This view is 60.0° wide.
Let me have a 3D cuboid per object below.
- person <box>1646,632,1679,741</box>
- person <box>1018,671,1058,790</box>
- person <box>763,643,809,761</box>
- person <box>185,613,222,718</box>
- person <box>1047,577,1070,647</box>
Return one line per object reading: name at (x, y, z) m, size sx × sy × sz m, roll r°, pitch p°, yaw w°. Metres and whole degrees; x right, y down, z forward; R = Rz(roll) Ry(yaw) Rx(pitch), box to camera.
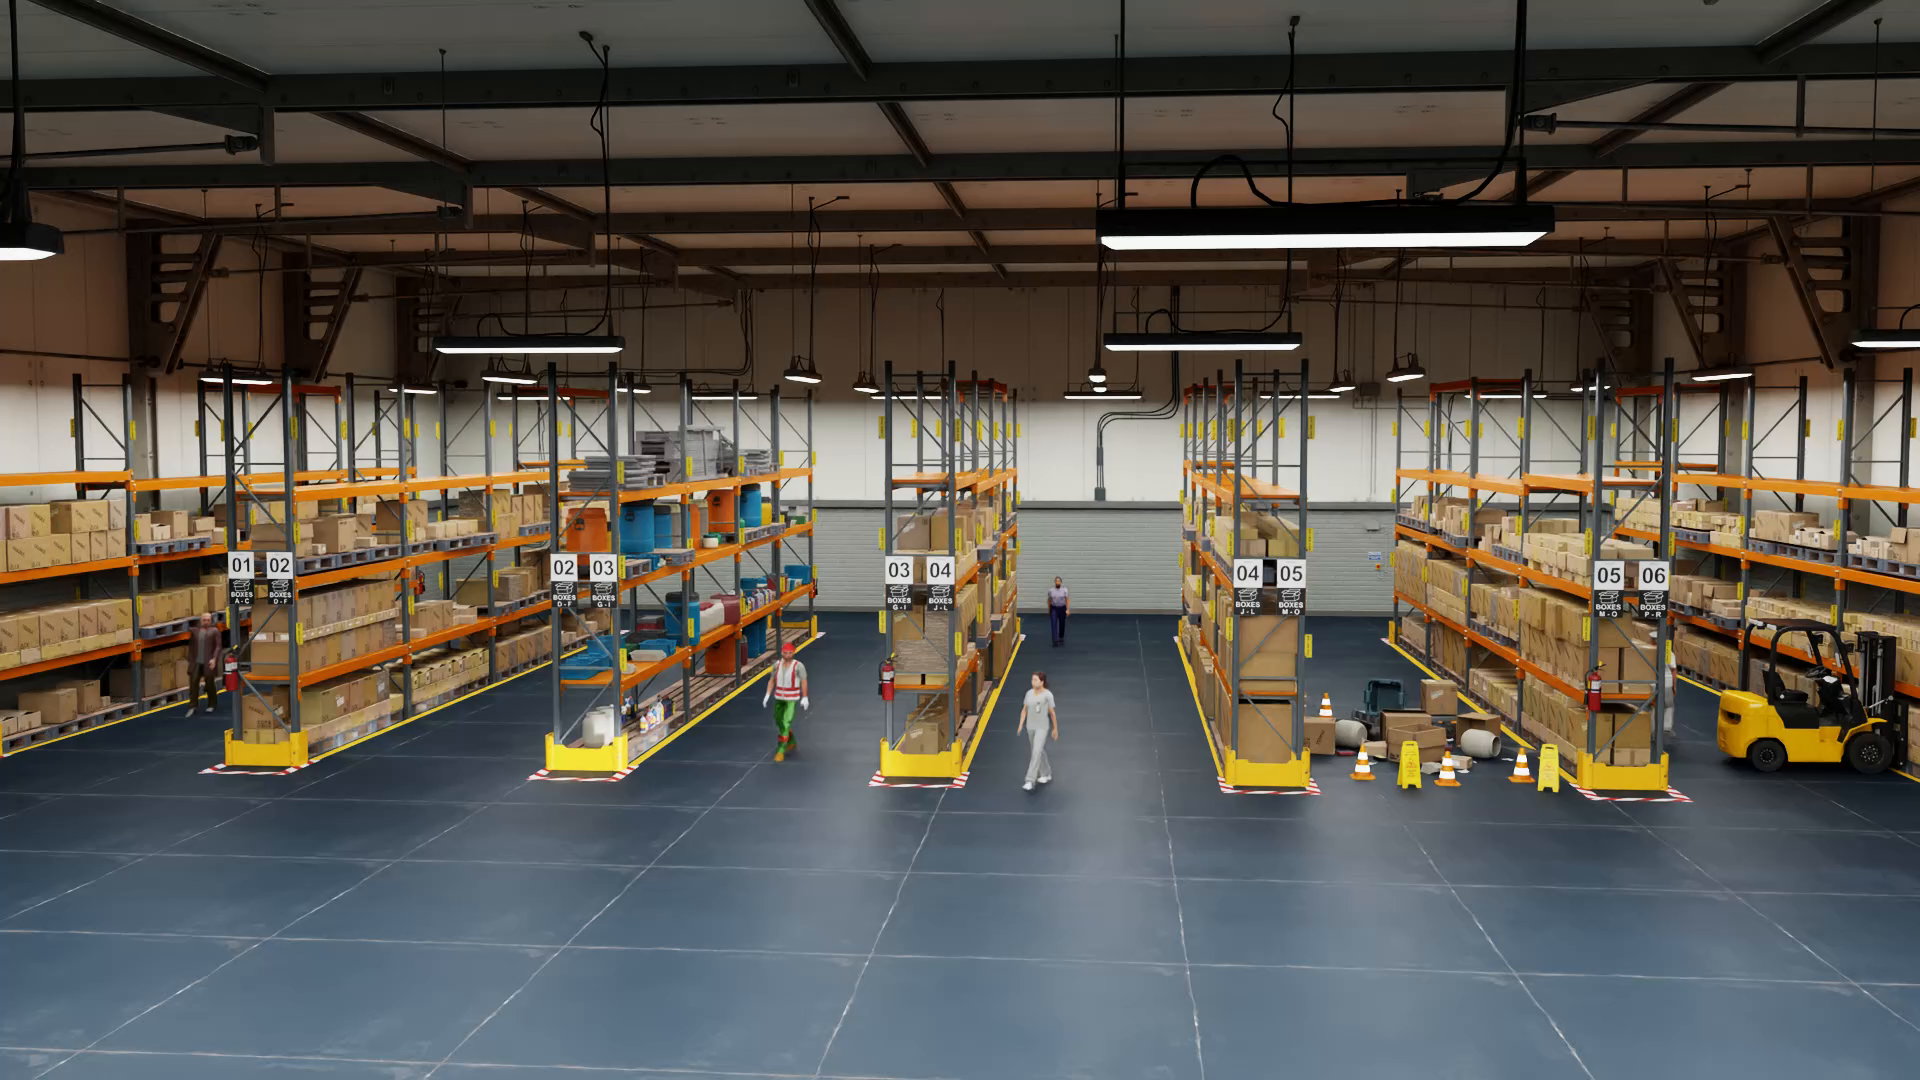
person at (11.249, 2.372, 26.755) m, size 0.586 × 1.745 × 0.532 m, roll 1°, pitch 4°, yaw 12°
person at (1.042, 2.644, 23.262) m, size 0.487 × 1.618 × 0.977 m, roll 3°, pitch 5°, yaw 39°
person at (-2.658, 2.456, 25.515) m, size 0.636 × 1.782 × 0.790 m, roll 1°, pitch 4°, yaw 18°
person at (-13.402, 2.202, 29.370) m, size 0.619 × 1.794 × 0.799 m, roll 0°, pitch 4°, yaw -7°
person at (2.293, 1.646, 38.707) m, size 0.509 × 1.588 × 1.022 m, roll 0°, pitch 4°, yaw 2°
